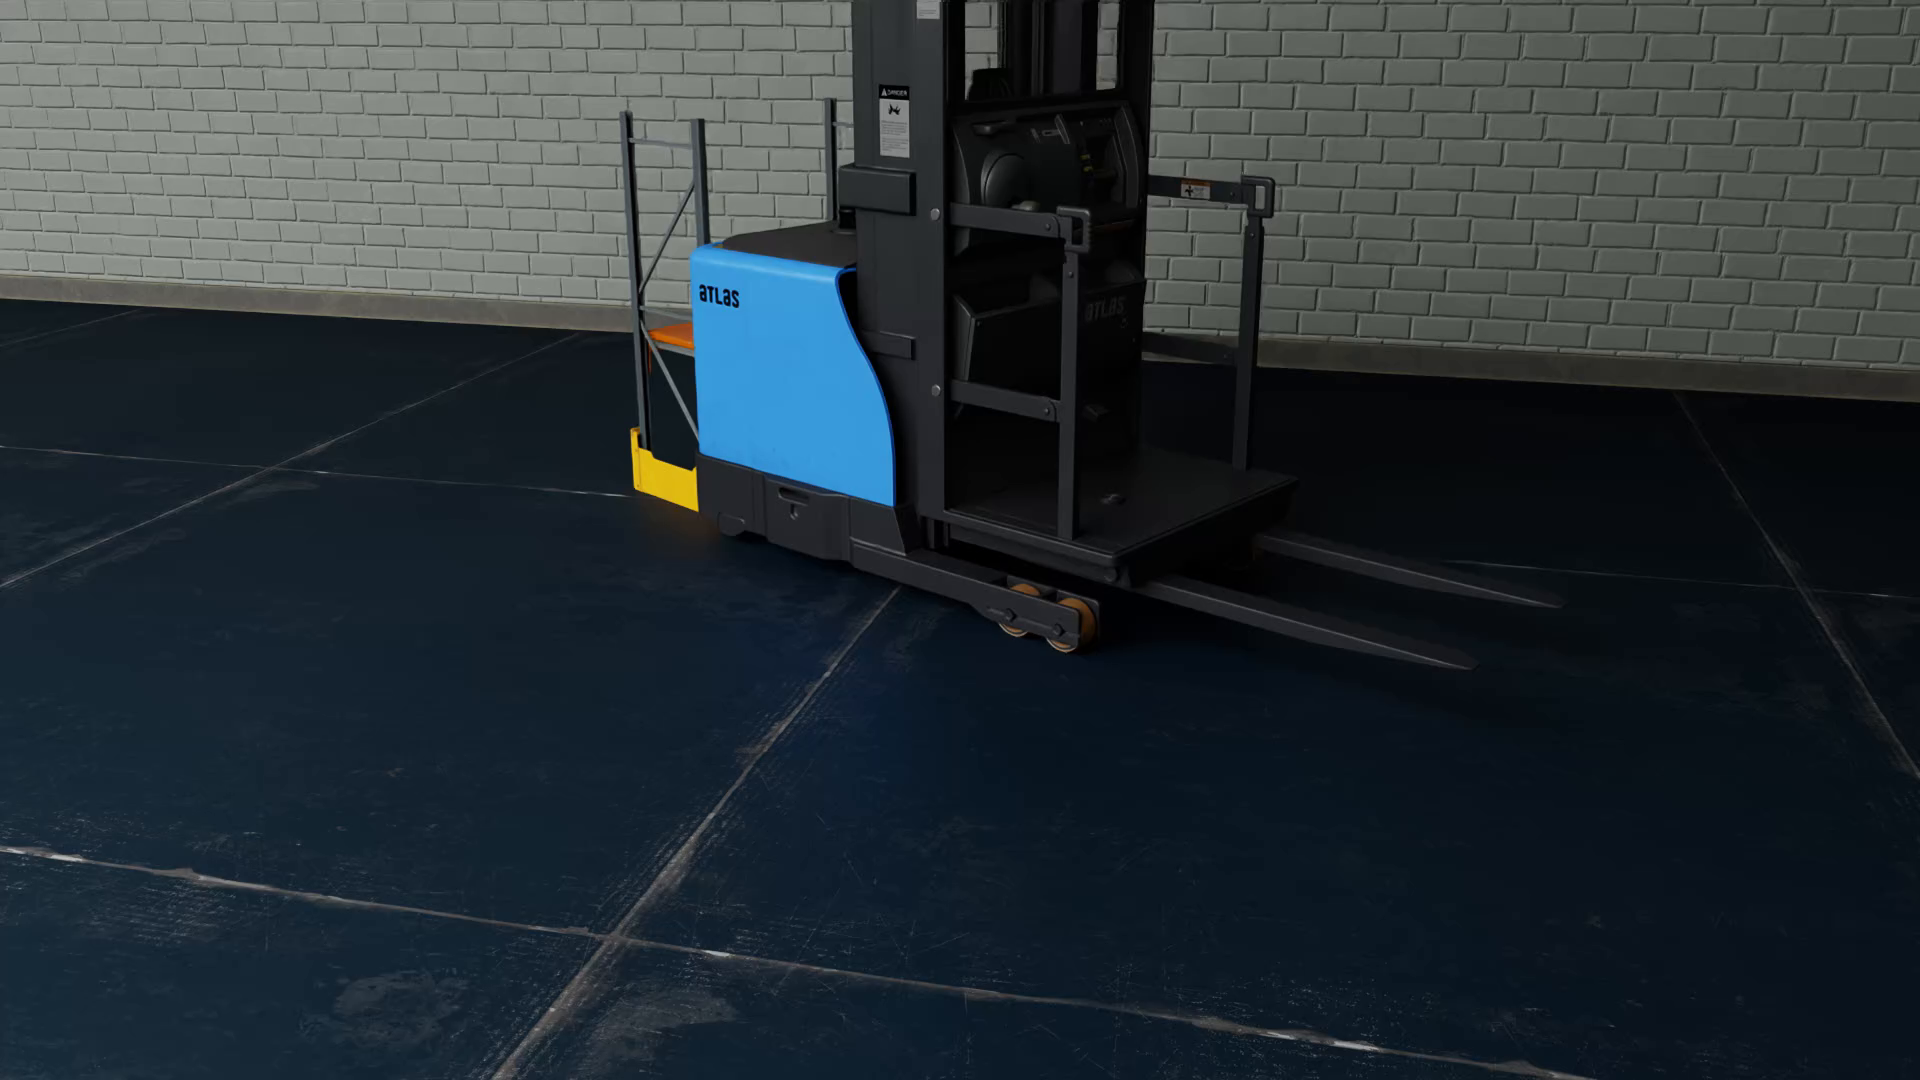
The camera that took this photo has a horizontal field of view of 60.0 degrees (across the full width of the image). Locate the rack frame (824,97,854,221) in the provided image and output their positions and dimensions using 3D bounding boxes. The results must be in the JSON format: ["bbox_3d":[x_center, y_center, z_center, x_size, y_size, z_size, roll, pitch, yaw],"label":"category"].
[{"bbox_3d":[-0.386,-1.095,7.073,0.032,1.500,0.500,-18,26,-42],"label":"rack frame"}]

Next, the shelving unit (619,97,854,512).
[{"bbox_3d":[-0.753,-0.977,6.729,1.083,1.500,0.587,-18,26,-42],"label":"shelving unit"}]

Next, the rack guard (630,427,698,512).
[{"bbox_3d":[-1.107,-0.273,6.599,0.087,0.250,0.587,-18,26,-42],"label":"rack guard"}]

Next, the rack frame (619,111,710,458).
[{"bbox_3d":[-1.108,-0.864,6.396,0.032,1.500,0.500,-18,26,-42],"label":"rack frame"}]

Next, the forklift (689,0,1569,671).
[{"bbox_3d":[0.455,-1.230,5.253,3.031,2.935,1.130,16,24,38],"label":"forklift"}]

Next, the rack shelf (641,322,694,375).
[{"bbox_3d":[-0.747,-0.809,6.793,1.000,0.185,0.538,-18,26,-42],"label":"rack shelf"}]
